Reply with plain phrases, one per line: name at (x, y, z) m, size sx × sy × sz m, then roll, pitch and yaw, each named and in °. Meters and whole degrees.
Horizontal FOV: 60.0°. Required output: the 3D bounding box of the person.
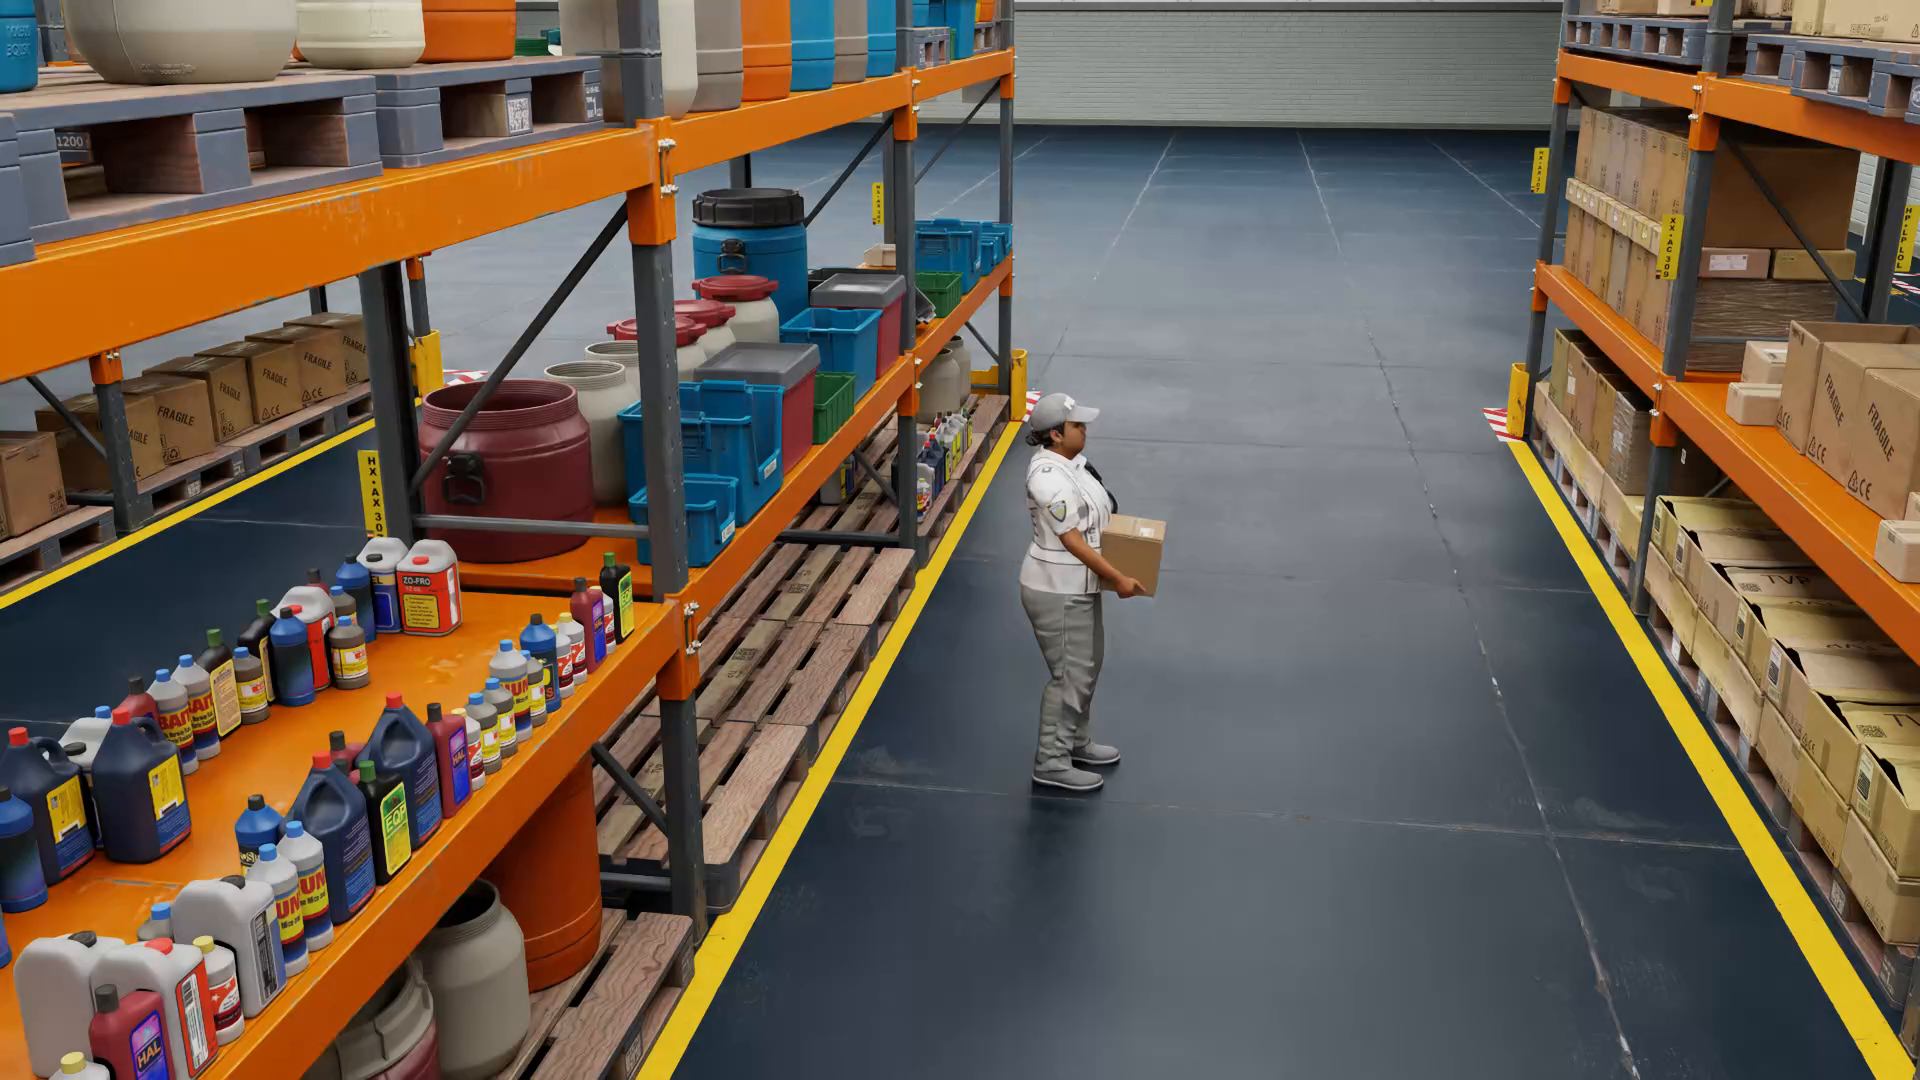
person at (0.512, 0.207, 6.929) m, size 0.534 × 1.653 × 0.453 m, roll 3°, pitch 18°, yaw 9°
